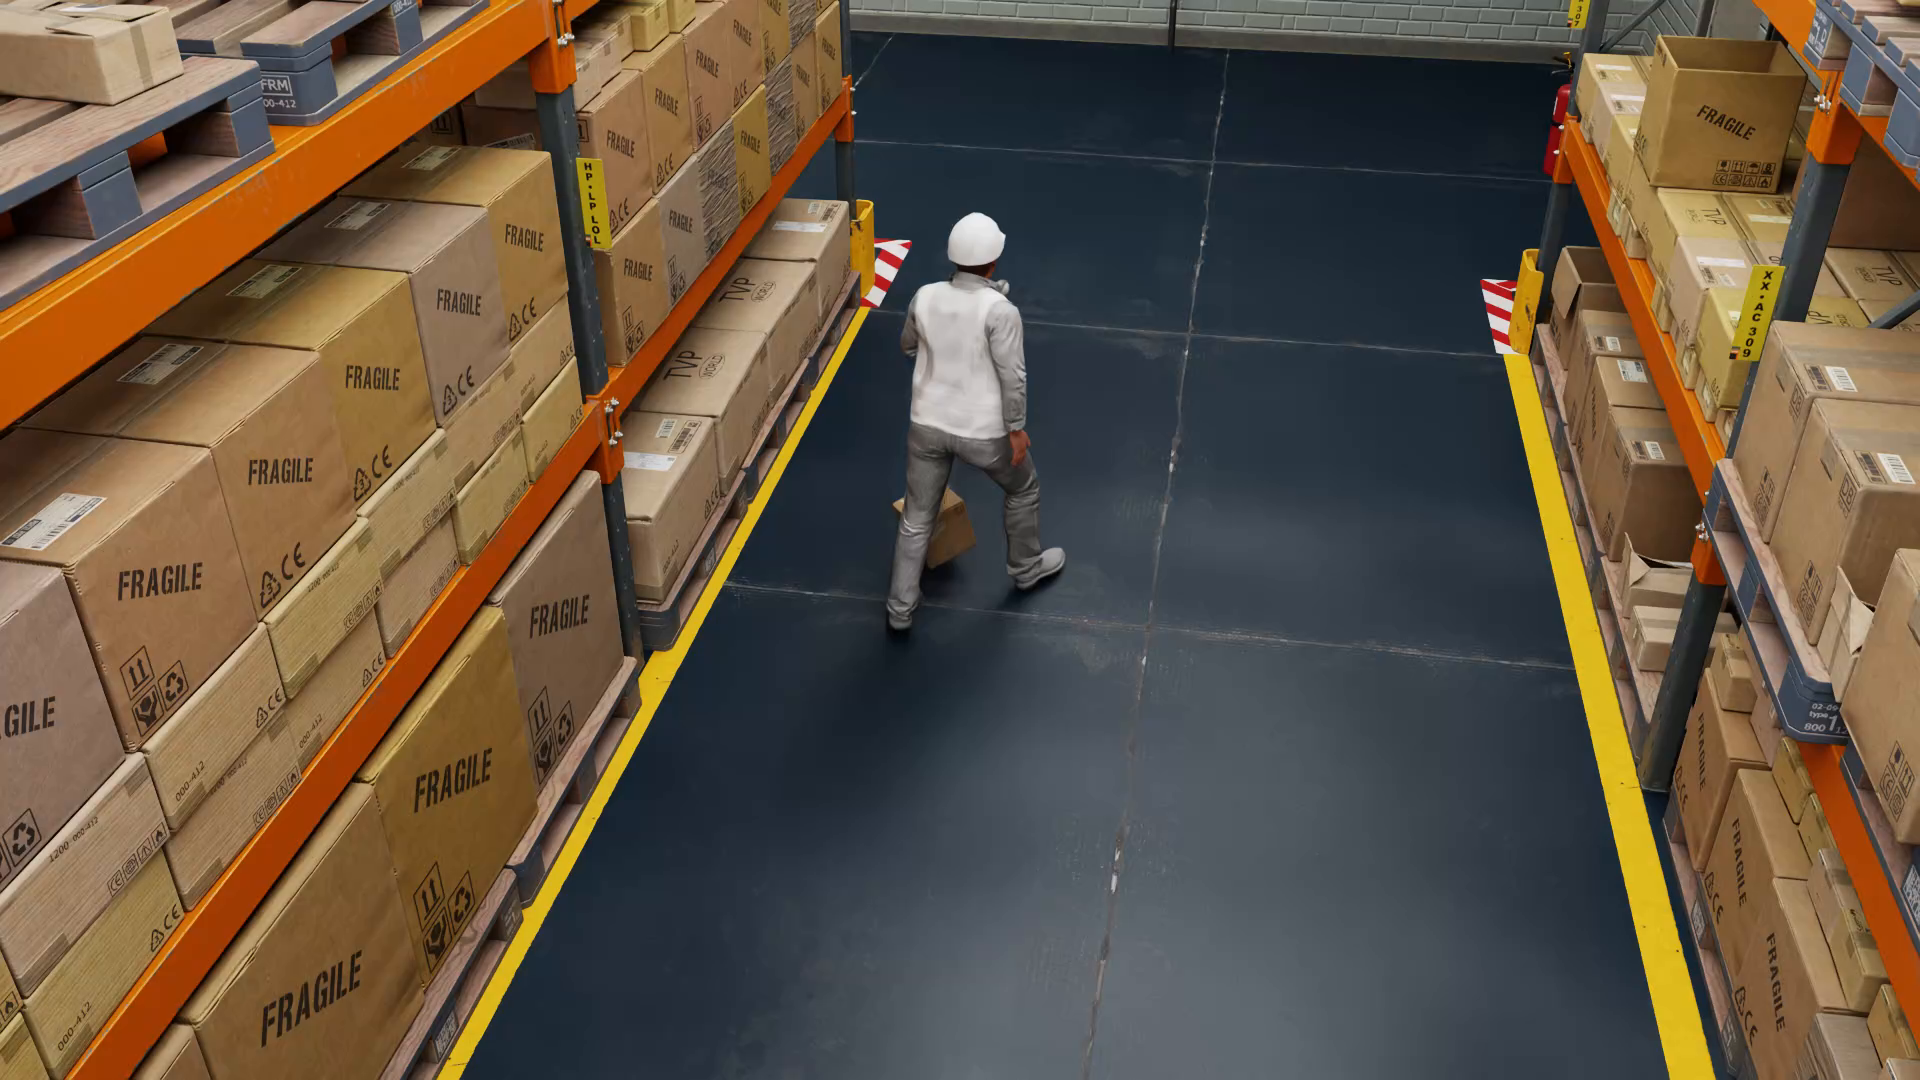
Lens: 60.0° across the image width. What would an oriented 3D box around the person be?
[{"bbox_3d":[0.021,-0.485,6.911,0.685,1.718,0.835,13,34,20],"label":"person"}]
